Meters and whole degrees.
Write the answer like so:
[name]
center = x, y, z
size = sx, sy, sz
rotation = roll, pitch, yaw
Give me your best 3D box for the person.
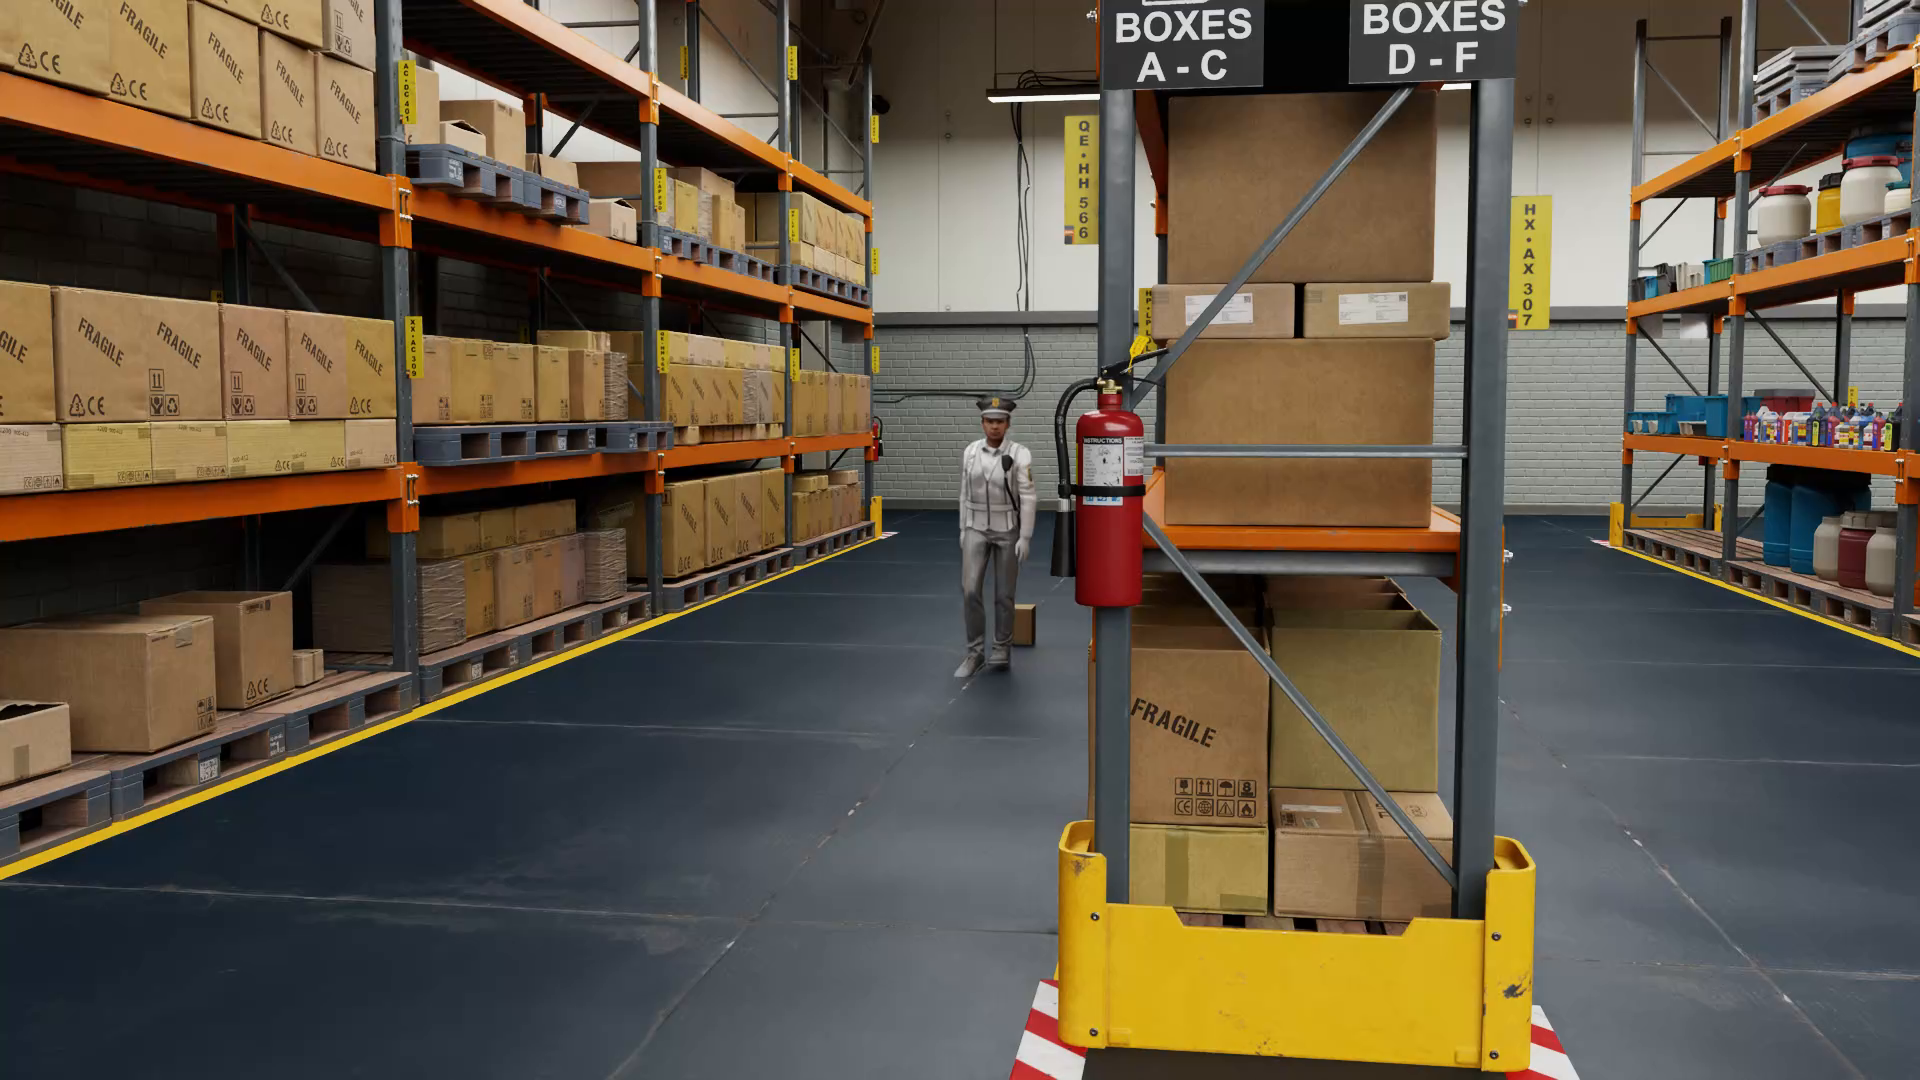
[person]
center = 0.227, -0.013, 10.125
size = 0.508, 1.714, 0.578
rotation = 1, 5, 12
